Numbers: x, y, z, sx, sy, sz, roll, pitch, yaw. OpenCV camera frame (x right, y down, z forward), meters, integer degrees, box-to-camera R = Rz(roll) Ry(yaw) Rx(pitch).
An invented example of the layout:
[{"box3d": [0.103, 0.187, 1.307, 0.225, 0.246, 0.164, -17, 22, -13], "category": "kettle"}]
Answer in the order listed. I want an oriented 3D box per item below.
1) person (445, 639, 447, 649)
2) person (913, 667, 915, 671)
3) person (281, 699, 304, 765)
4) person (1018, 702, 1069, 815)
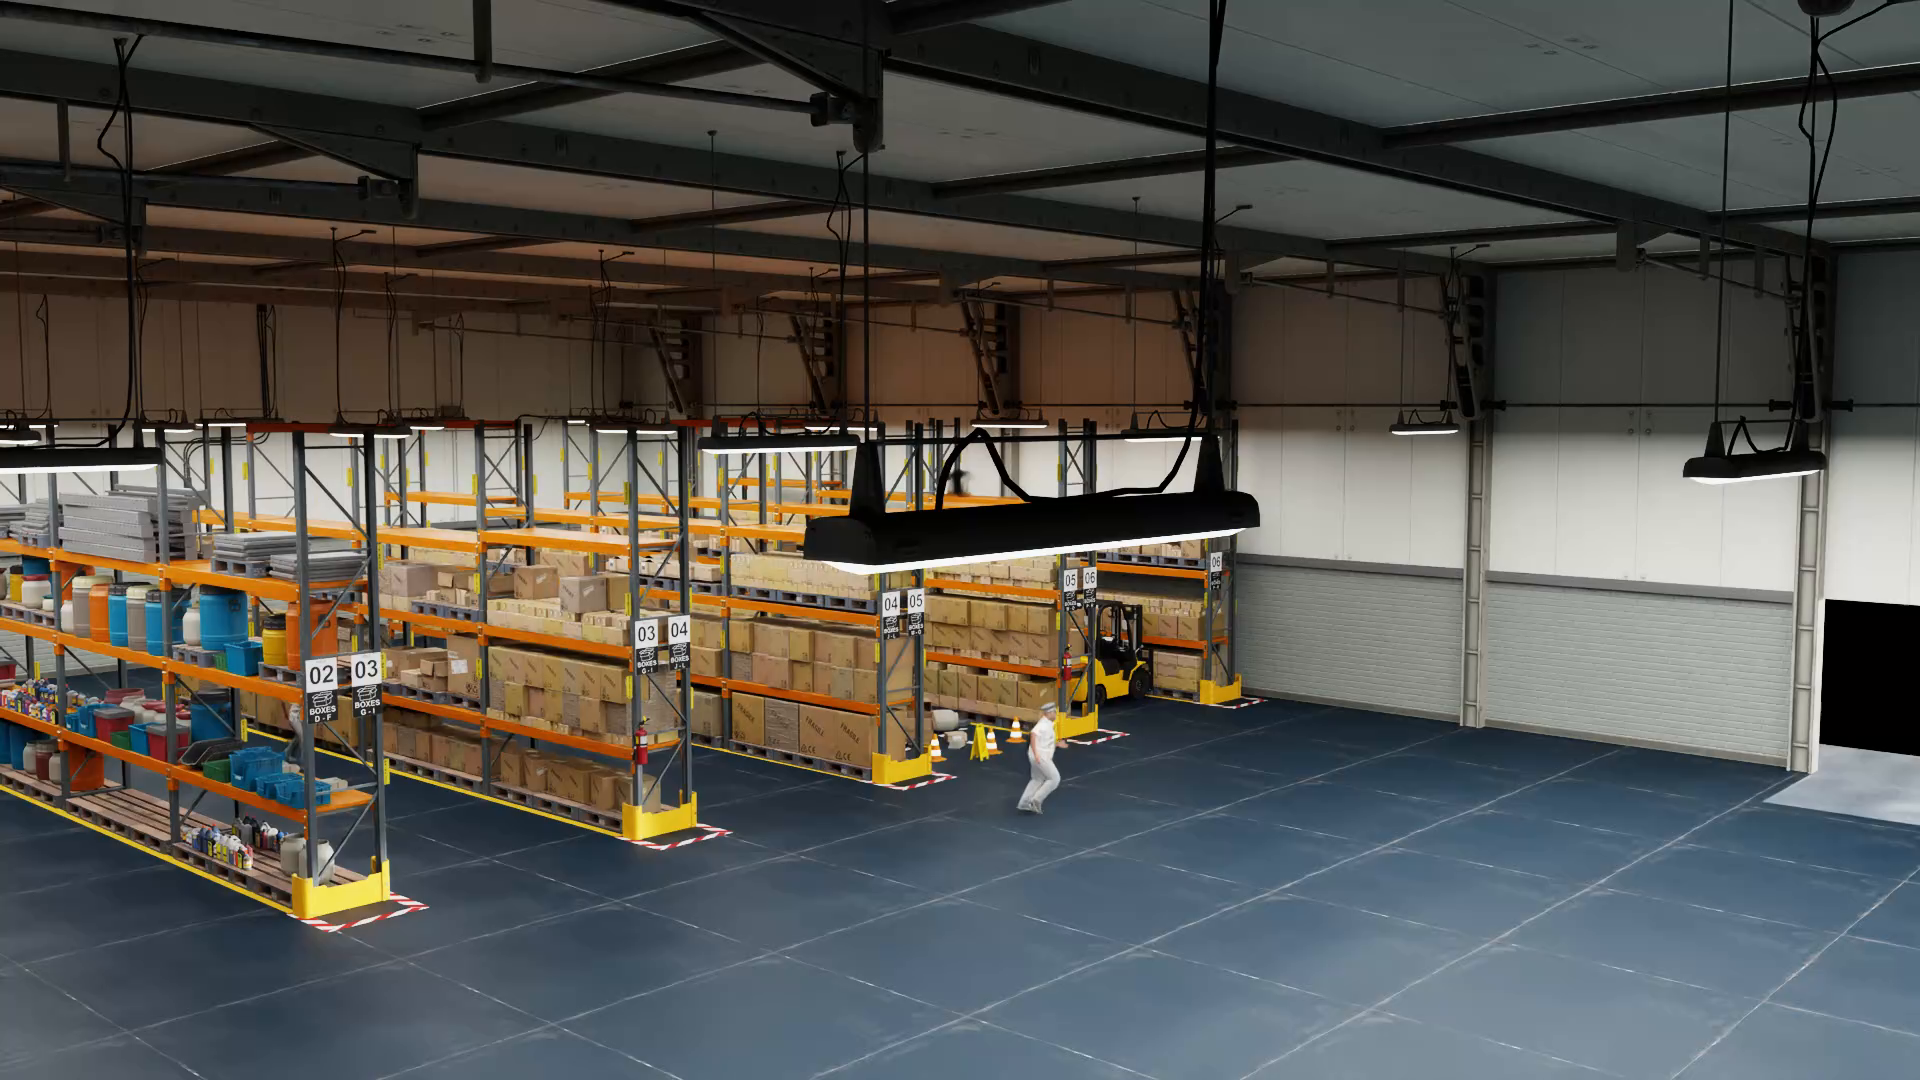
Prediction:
[{"box3d": [-12.340, 2.188, 40.537, 0.674, 1.713, 1.001, 4, 6, 43], "category": "person"}, {"box3d": [-1.260, 2.382, 37.598, 0.905, 1.748, 0.677, 4, 6, 39], "category": "person"}, {"box3d": [-11.530, 3.211, 28.949, 0.970, 1.628, 0.625, 4, 6, 38], "category": "person"}, {"box3d": [1.288, 3.385, 25.727, 0.793, 1.760, 0.652, 0, 5, -2], "category": "person"}]
